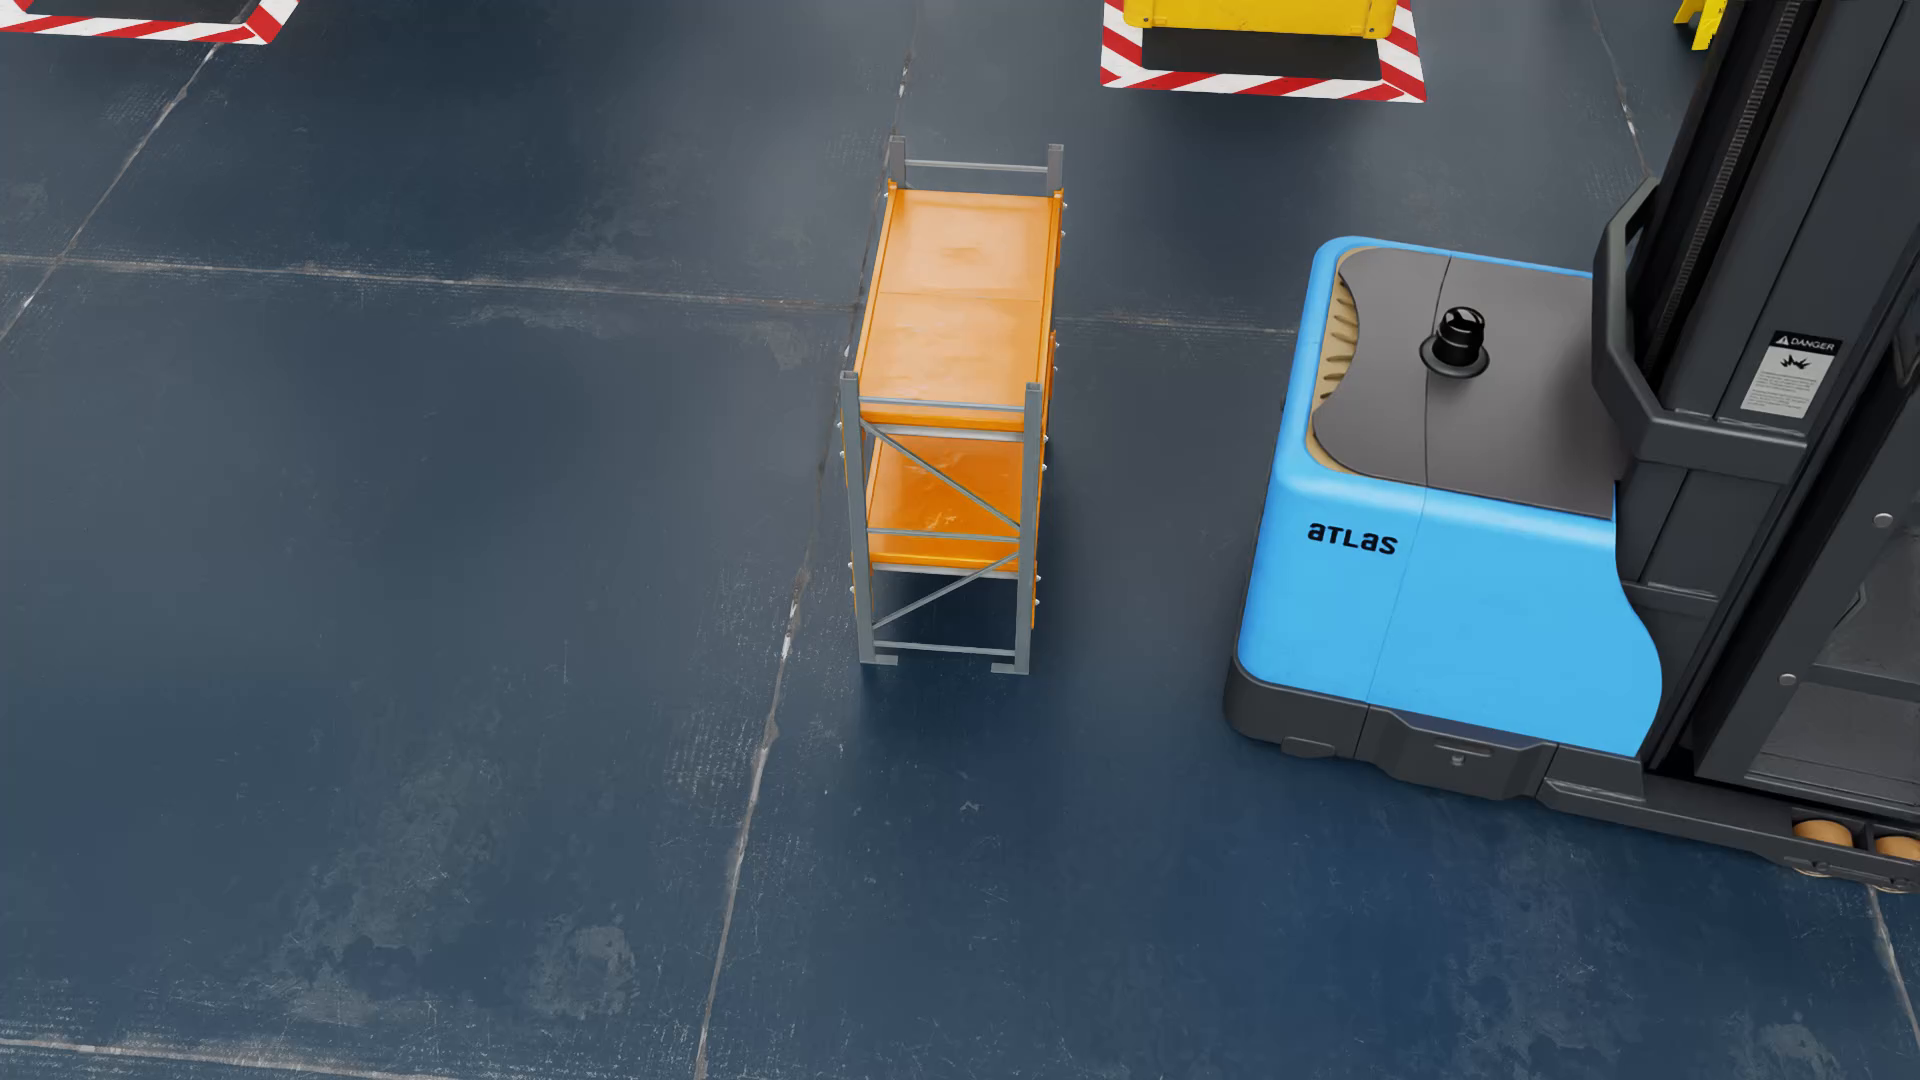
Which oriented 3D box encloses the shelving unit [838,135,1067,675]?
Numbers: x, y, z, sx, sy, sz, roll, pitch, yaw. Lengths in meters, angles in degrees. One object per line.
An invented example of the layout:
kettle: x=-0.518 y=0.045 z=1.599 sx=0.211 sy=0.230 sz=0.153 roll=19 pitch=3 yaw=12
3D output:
shelving unit: x=0.001 y=-0.385 z=4.839 sx=0.538 sy=1.125 sz=1.048 roll=4 pitch=48 yaw=4

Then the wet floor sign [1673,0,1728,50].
wet floor sign: x=3.287 y=-2.426 z=7.032 sx=0.267 sy=0.644 sz=0.232 roll=-4 pitch=48 yaw=-3

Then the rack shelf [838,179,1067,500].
rack shelf: x=0.001 y=-0.582 z=4.623 sx=0.538 sy=0.278 sz=1.000 roll=4 pitch=48 yaw=4

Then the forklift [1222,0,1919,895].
forklift: x=2.319 y=-0.494 z=3.715 sx=3.031 sy=2.935 sz=1.130 roll=11 pitch=49 yaw=10

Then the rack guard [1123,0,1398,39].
rack guard: x=1.316 y=-2.514 z=7.211 sx=1.175 sy=0.500 sz=0.348 roll=4 pitch=48 yaw=4

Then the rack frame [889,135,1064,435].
rack frame: x=0.047 y=-0.758 z=5.181 sx=0.500 sy=1.125 sz=0.032 roll=4 pitch=48 yaw=4

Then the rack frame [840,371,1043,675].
rack frame: x=-0.046 y=-0.011 z=4.498 sx=0.500 sy=1.125 sz=0.032 roll=4 pitch=48 yaw=4

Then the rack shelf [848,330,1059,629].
rack shelf: x=0.001 y=-0.220 z=5.020 sx=0.538 sy=0.278 sz=1.000 roll=4 pitch=48 yaw=4
